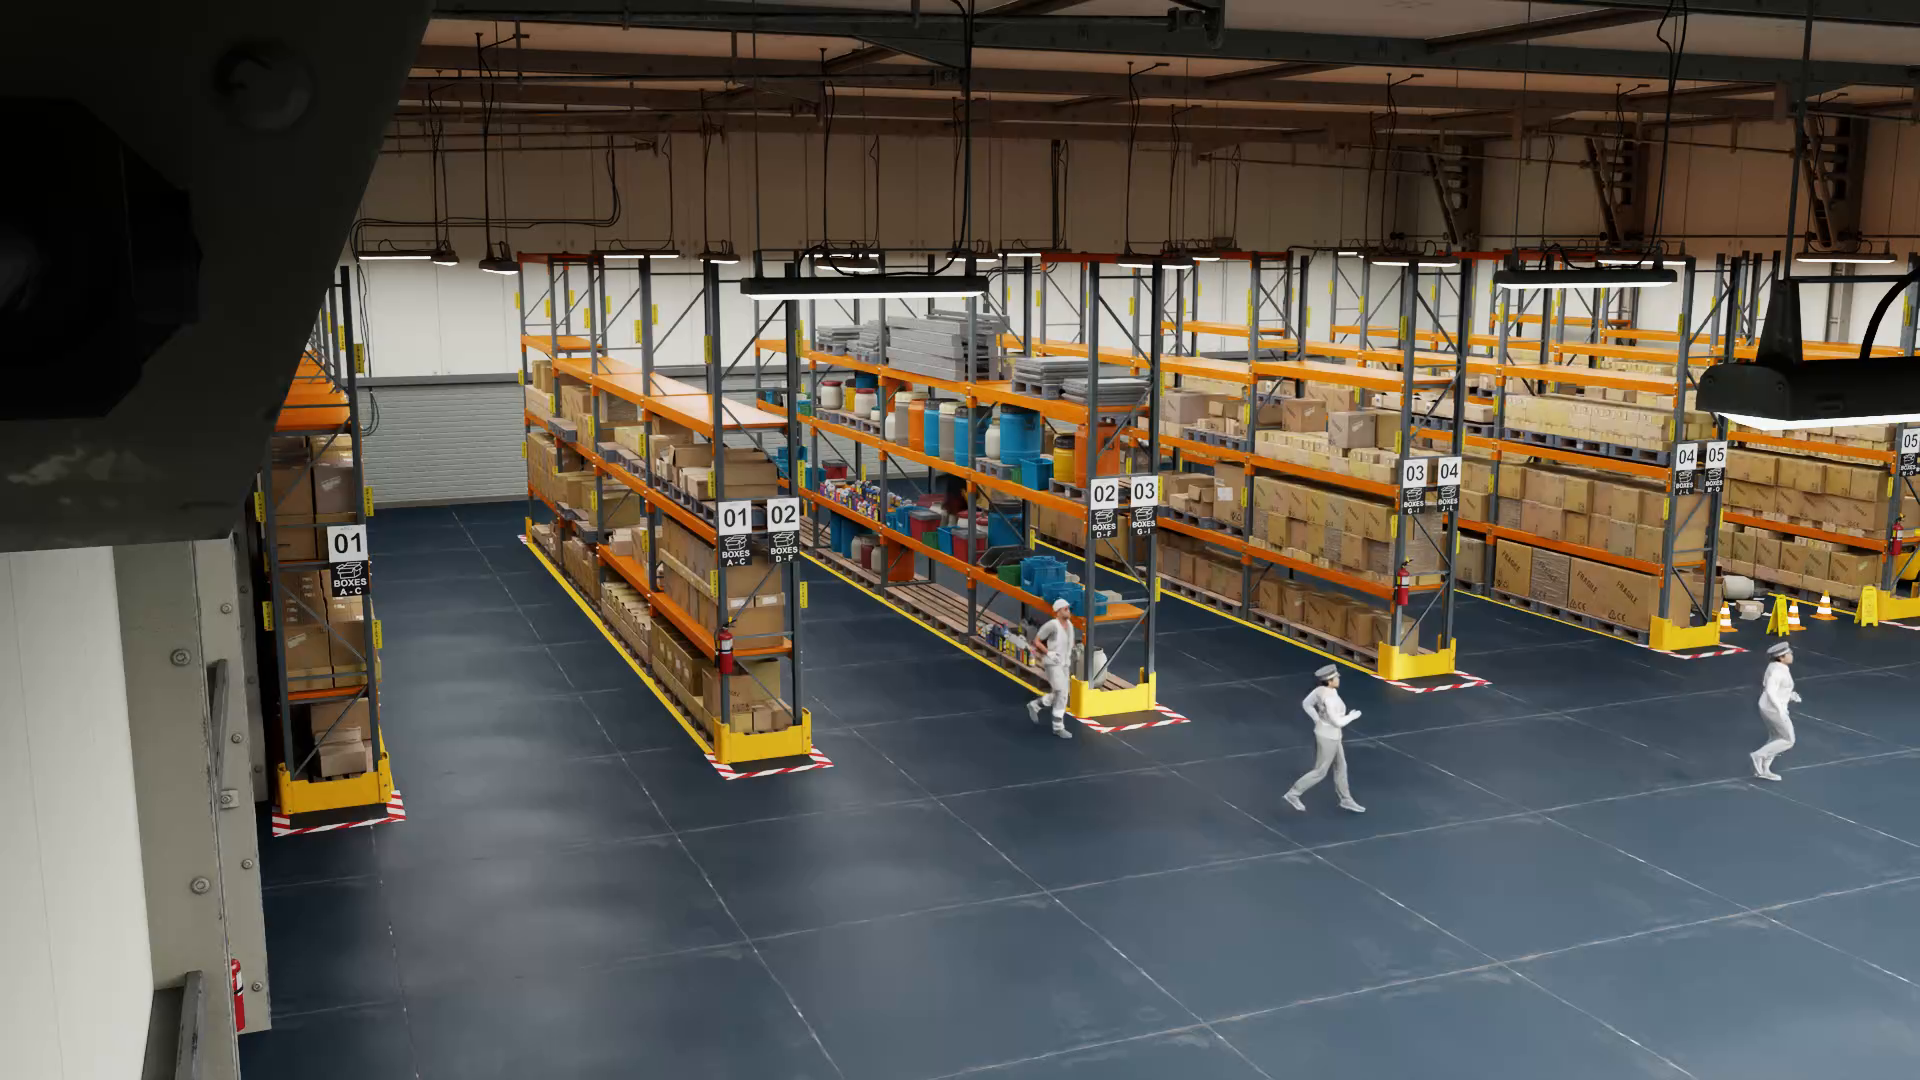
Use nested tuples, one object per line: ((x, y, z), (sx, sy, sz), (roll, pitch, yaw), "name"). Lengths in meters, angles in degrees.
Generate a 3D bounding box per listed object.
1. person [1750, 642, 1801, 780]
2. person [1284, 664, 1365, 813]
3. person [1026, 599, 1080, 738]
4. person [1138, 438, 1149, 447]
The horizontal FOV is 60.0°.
((9.597, 1.997, 19.548), (0.569, 1.669, 0.582), (2, 11, 11), "person")
((4.033, 2.185, 18.269), (0.924, 1.696, 0.604), (1, 10, 3), "person")
((1.236, 1.614, 21.458), (0.767, 1.743, 0.703), (9, 14, 42), "person")
((4.377, -2.063, 41.553), (0.812, 1.712, 0.756), (0, 10, 2), "person")
